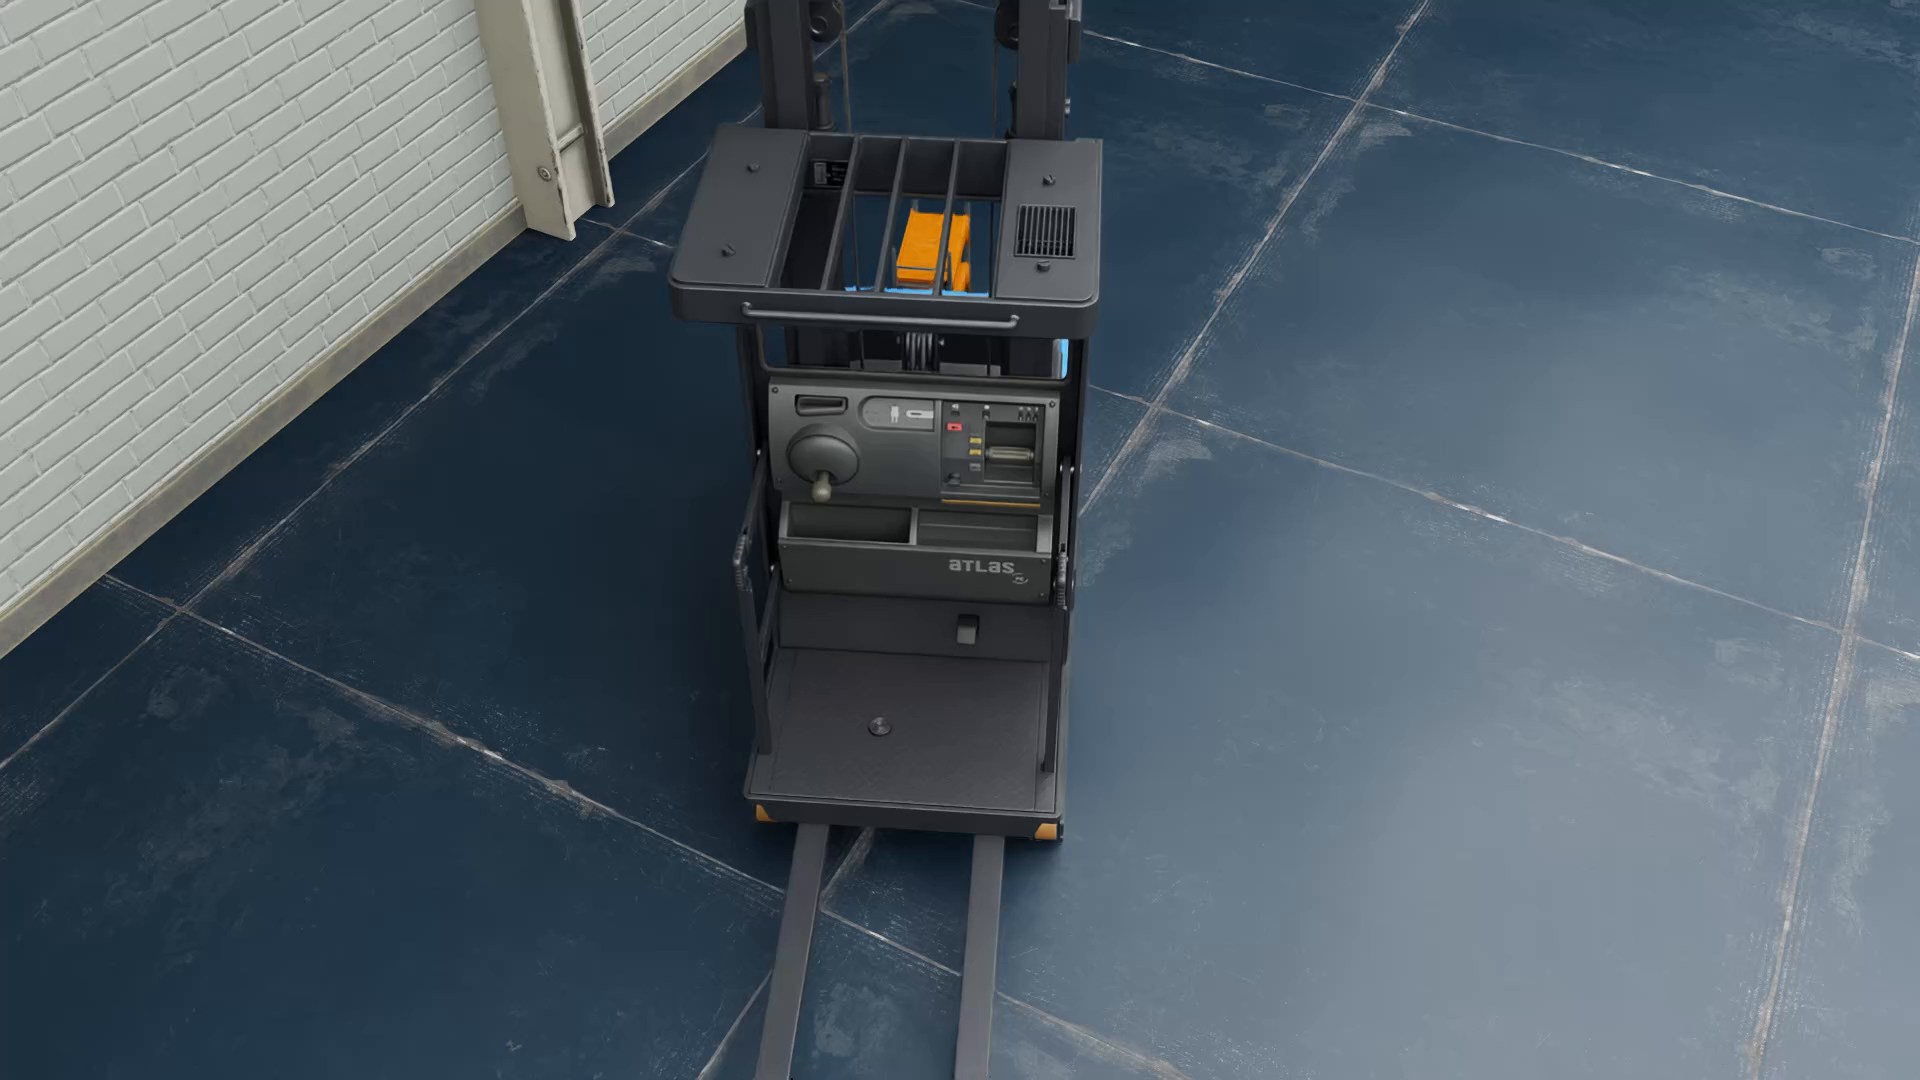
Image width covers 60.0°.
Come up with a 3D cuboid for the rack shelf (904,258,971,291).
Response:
[{"bbox_3d":[-0.115,-0.983,6.938,0.258,0.148,0.480,6,46,5],"label":"rack shelf"}]

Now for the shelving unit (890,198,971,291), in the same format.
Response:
[{"bbox_3d":[-0.115,-0.874,7.050,0.258,1.200,0.503,6,46,5],"label":"shelving unit"}]

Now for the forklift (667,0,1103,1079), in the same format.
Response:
[{"bbox_3d":[-0.164,-0.210,5.176,1.130,2.935,3.031,3,45,3],"label":"forklift"}]

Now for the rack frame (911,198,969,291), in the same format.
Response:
[{"bbox_3d":[-0.082,-1.045,7.220,0.240,1.200,0.015,6,46,5],"label":"rack frame"}]

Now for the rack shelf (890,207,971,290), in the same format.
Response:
[{"bbox_3d":[-0.115,-1.150,6.770,0.258,0.148,0.480,6,46,5],"label":"rack shelf"}]

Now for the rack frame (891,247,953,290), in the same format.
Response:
[{"bbox_3d":[-0.148,-0.702,6.880,0.240,1.200,0.015,6,46,5],"label":"rack frame"}]

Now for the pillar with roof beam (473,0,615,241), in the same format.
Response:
[{"bbox_3d":[1.765,-3.453,4.116,9.100,9.000,0.400,20,49,19],"label":"pillar with roof beam"}]
